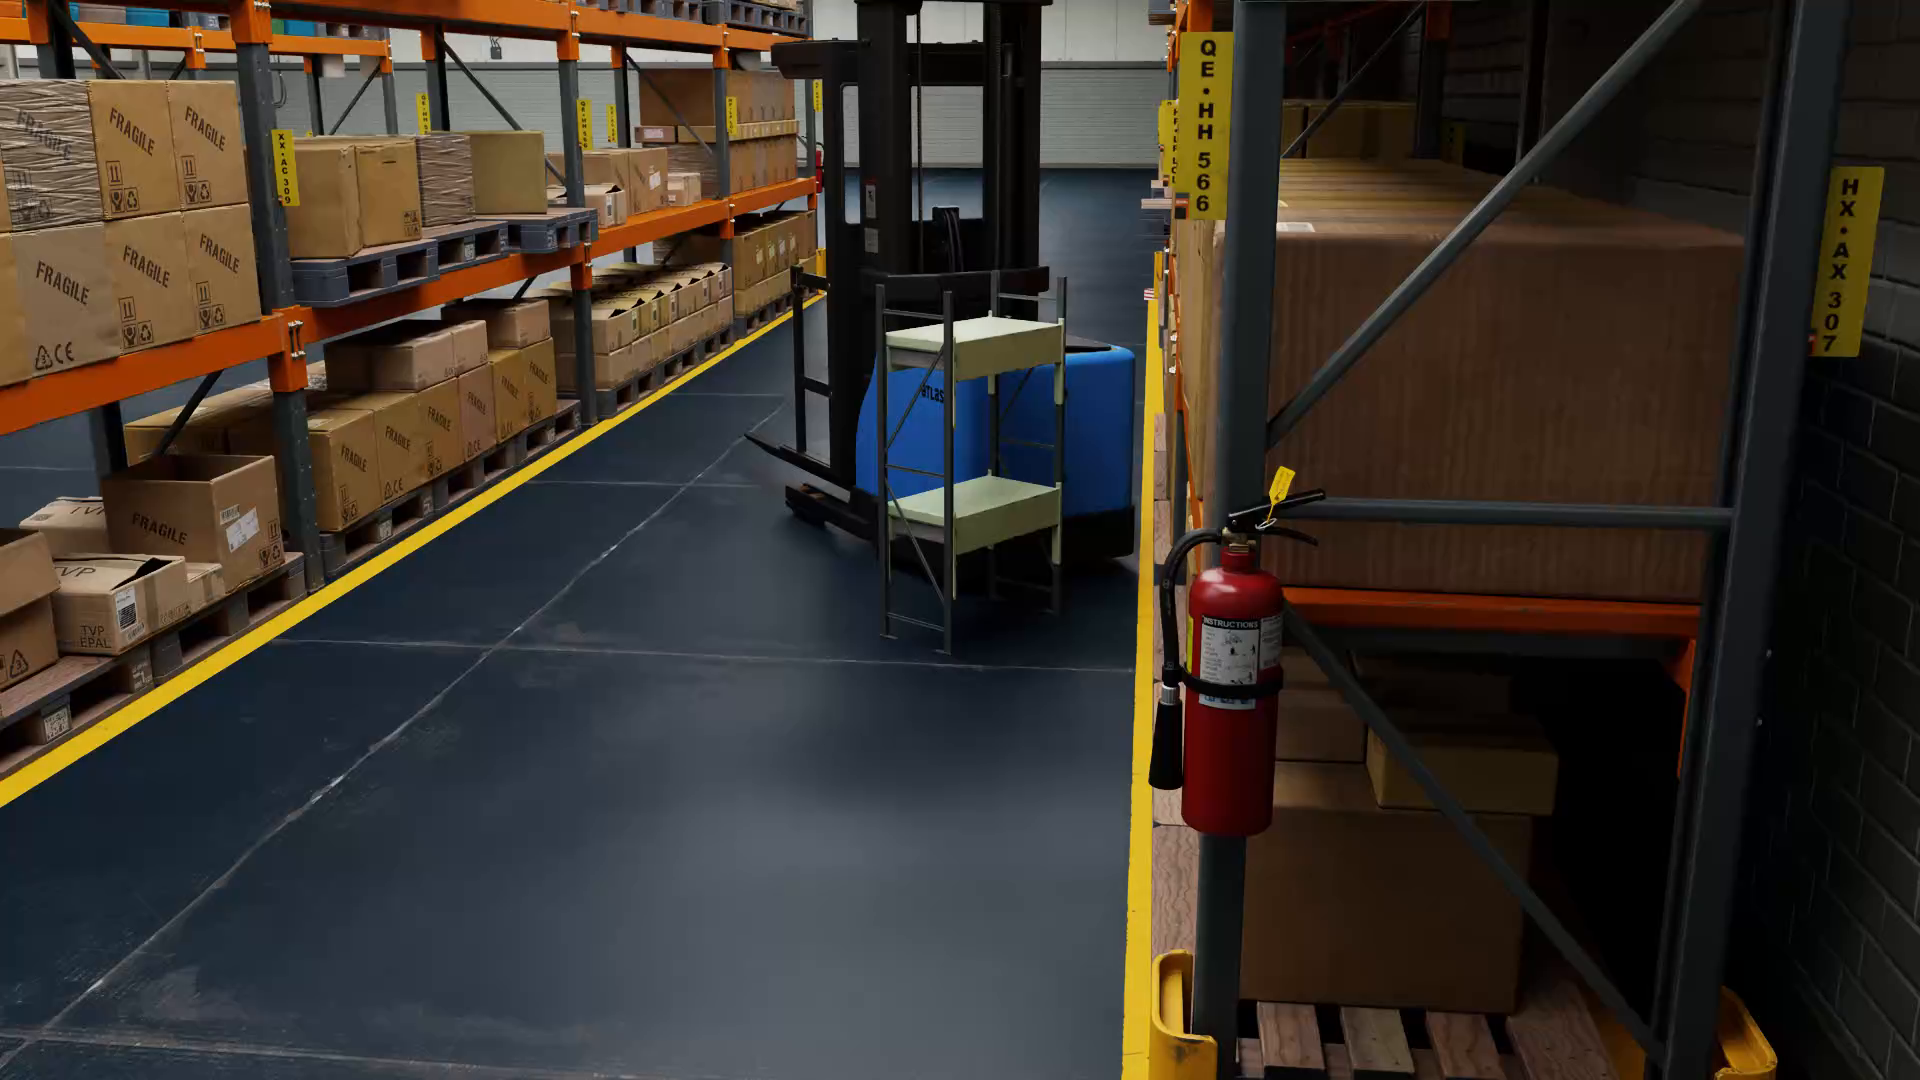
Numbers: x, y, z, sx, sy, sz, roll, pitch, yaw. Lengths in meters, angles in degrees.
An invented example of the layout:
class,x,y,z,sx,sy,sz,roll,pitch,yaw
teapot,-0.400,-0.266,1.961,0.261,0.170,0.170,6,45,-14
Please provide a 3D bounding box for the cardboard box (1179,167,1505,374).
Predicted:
class,x,y,z,sx,sy,sz,roll,pitch,yaw
cardboard box,1.261,-0.895,5.650,0.980,0.700,0.700,1,15,5

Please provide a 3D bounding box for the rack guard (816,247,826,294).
class,x,y,z,sx,sy,sz,roll,pitch,yaw
rack guard,-2.139,-3.136,19.303,1.175,0.500,0.348,2,15,6

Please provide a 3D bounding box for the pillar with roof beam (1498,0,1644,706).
class,x,y,z,sx,sy,sz,roll,pitch,yaw
pillar with roof beam,-2.070,-3.895,5.828,9.100,9.000,0.400,2,15,6

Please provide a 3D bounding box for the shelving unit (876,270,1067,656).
class,x,y,z,sx,sy,sz,roll,pitch,yaw
shelving unit,0.055,-0.351,7.086,0.431,1.500,0.755,13,20,39

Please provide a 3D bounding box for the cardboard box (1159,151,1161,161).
class,x,y,z,sx,sy,sz,roll,pitch,yaw
cardboard box,2.298,-4.114,16.944,0.500,0.500,0.500,1,15,4

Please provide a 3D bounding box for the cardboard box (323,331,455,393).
class,x,y,z,sx,sy,sz,roll,pitch,yaw
cardboard box,-3.086,-0.970,9.011,0.500,0.250,0.500,2,15,6

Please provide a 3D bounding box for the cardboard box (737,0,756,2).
class,x,y,z,sx,sy,sz,roll,pitch,yaw
cardboard box,-2.213,-5.237,15.636,0.500,0.311,0.500,1,15,3

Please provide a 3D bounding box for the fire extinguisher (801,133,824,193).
class,x,y,z,sx,sy,sz,roll,pitch,yaw
fire extinguisher,-1.667,-4.316,19.026,0.296,0.674,0.183,2,15,6

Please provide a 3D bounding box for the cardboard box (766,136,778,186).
class,x,y,z,sx,sy,sz,roll,pitch,yaw
cardboard box,-2.323,-3.999,17.514,0.700,0.500,0.500,2,15,7

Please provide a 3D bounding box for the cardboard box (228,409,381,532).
class,x,y,z,sx,sy,sz,roll,pitch,yaw
cardboard box,-3.199,-0.348,8.150,0.500,0.500,0.500,1,15,4

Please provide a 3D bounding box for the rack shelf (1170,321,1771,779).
class,x,y,z,sx,sy,sz,roll,pitch,yaw
rack shelf,1.201,-0.213,5.083,1.077,0.370,4.000,2,15,6

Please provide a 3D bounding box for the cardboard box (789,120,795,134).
class,x,y,z,sx,sy,sz,roll,pitch,yaw
cardboard box,-2.024,-4.525,18.217,0.380,0.149,0.250,2,15,8

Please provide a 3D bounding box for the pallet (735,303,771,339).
class,x,y,z,sx,sy,sz,roll,pitch,yaw
pallet,-2.462,-2.158,16.239,1.003,0.211,1.213,2,15,6

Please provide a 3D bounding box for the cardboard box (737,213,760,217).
class,x,y,z,sx,sy,sz,roll,pitch,yaw
cardboard box,-2.478,-3.312,18.190,0.500,0.500,0.500,2,15,6

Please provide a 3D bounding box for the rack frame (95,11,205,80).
class,x,y,z,sx,sy,sz,roll,pitch,yaw
rack frame,-7.514,-3.446,15.660,1.000,3.000,0.127,2,15,6

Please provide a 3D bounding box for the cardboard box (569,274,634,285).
class,x,y,z,sx,sy,sz,roll,pitch,yaw
cardboard box,-3.006,-2.082,14.002,0.500,0.311,0.500,1,15,4

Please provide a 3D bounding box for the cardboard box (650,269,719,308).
class,x,y,z,sx,sy,sz,roll,pitch,yaw
cardboard box,-2.407,-2.197,14.428,0.500,0.311,0.500,2,15,8

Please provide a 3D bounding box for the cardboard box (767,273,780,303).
class,x,y,z,sx,sy,sz,roll,pitch,yaw
cardboard box,-2.117,-2.545,16.791,0.500,0.250,0.500,2,15,6

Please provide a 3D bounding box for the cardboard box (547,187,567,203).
class,x,y,z,sx,sy,sz,roll,pitch,yaw
cardboard box,-2.960,-2.312,11.636,0.500,0.311,0.500,3,15,10

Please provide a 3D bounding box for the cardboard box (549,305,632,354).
class,x,y,z,sx,sy,sz,roll,pitch,yaw
cardboard box,-2.694,-1.535,11.982,0.500,0.311,0.500,2,15,8

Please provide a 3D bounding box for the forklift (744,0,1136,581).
class,x,y,z,sx,sy,sz,roll,pitch,yaw
forklift,-0.305,-1.557,8.806,1.130,2.935,3.031,-8,17,-28

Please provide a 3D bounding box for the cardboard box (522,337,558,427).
class,x,y,z,sx,sy,sz,roll,pitch,yaw
cardboard box,-2.917,-1.018,10.626,0.500,0.500,0.500,2,15,8

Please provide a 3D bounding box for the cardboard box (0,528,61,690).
class,x,y,z,sx,sy,sz,roll,pitch,yaw
cardboard box,-3.703,0.256,5.909,0.797,0.503,0.637,2,15,6

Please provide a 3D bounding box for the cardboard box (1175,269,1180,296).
class,x,y,z,sx,sy,sz,roll,pitch,yaw
cardboard box,1.234,-1.266,8.041,0.380,0.149,0.250,2,15,6

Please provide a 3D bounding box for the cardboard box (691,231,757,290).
class,x,y,z,sx,sy,sz,roll,pitch,yaw
cardboard box,-2.230,-2.648,15.734,0.500,0.500,0.500,2,15,6

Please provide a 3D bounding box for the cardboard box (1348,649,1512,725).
class,x,y,z,sx,sy,sz,roll,pitch,yaw
cardboard box,1.196,0.371,4.284,0.380,0.149,0.250,2,15,6

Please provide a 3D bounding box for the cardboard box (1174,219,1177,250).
class,x,y,z,sx,sy,sz,roll,pitch,yaw
cardboard box,1.392,-1.800,8.774,0.500,0.500,0.500,2,15,8

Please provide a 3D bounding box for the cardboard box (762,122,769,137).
class,x,y,z,sx,sy,sz,roll,pitch,yaw
cardboard box,-2.169,-4.191,16.981,0.380,0.149,0.250,1,15,5

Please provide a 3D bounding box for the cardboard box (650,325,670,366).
class,x,y,z,sx,sy,sz,roll,pitch,yaw
cardboard box,-2.585,-1.530,13.036,0.500,0.250,0.500,1,15,5

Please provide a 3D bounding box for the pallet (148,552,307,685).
class,x,y,z,sx,sy,sz,roll,pitch,yaw
pallet,-3.574,0.300,7.149,1.003,0.211,1.213,2,15,6

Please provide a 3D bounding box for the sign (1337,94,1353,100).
class,x,y,z,sx,sy,sz,roll,pitch,yaw
sign,2.430,-2.660,10.536,0.100,0.325,0.005,2,15,6

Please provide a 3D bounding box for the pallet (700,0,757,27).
class,x,y,z,sx,sy,sz,roll,pitch,yaw
pallet,-2.523,-4.927,15.558,1.003,0.211,1.213,2,15,6

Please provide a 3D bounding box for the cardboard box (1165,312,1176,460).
class,x,y,z,sx,sy,sz,roll,pitch,yaw
cardboard box,1.559,-0.868,9.439,0.750,0.750,0.750,2,15,6

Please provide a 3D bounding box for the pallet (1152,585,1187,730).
class,x,y,z,sx,sy,sz,roll,pitch,yaw
pallet,1.263,0.462,6.551,1.003,0.211,1.213,2,15,6

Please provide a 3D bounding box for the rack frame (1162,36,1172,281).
class,x,y,z,sx,sy,sz,roll,pitch,yaw
rack frame,2.781,-4.192,18.418,1.000,3.000,0.127,2,15,6

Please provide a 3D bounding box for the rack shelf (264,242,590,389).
class,x,y,z,sx,sy,sz,roll,pitch,yaw
rack shelf,-3.270,-1.396,9.456,1.077,0.370,4.000,2,15,6

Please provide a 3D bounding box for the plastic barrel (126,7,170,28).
class,x,y,z,sx,sy,sz,roll,pitch,yaw
plastic barrel,-7.356,-4.998,14.692,0.600,0.901,0.708,2,15,6

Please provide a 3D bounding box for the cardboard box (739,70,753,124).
class,x,y,z,sx,sy,sz,roll,pitch,yaw
cardboard box,-2.436,-4.350,16.326,0.700,0.500,0.500,2,15,6

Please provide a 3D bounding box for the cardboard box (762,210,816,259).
class,x,y,z,sx,sy,sz,roll,pitch,yaw
cardboard box,-1.907,-3.426,18.613,0.500,0.500,0.500,2,15,6

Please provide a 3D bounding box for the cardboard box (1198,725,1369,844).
class,x,y,z,sx,sy,sz,roll,pitch,yaw
cardboard box,1.011,0.648,4.505,0.700,0.500,0.500,2,15,6

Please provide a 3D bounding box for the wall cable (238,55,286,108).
class,x,y,z,sx,sy,sz,roll,pitch,yaw
wall cable,-22.706,-14.816,52.162,3.097,2.526,0.112,2,15,6

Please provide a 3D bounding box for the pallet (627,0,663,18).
class,x,y,z,sx,sy,sz,roll,pitch,yaw
pallet,-2.934,-4.087,12.647,1.003,0.211,1.213,2,15,9

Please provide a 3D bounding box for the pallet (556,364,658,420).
class,x,y,z,sx,sy,sz,roll,pitch,yaw
pallet,-2.913,-1.128,12.430,1.003,0.211,1.213,2,15,6

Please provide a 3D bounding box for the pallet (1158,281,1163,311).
class,x,y,z,sx,sy,sz,roll,pitch,yaw
pallet,2.645,-2.616,17.933,1.003,0.211,1.213,2,15,6

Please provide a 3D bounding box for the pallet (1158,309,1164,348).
class,x,y,z,sx,sy,sz,roll,pitch,yaw
pallet,2.370,-1.983,15.593,1.003,0.211,1.213,2,15,6

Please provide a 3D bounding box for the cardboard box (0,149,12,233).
class,x,y,z,sx,sy,sz,roll,pitch,yaw
cardboard box,-3.466,-1.222,5.329,0.500,0.500,0.500,2,15,6

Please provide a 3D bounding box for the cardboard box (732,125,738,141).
class,x,y,z,sx,sy,sz,roll,pitch,yaw
cardboard box,-2.315,-3.857,15.744,0.380,0.149,0.250,1,15,5

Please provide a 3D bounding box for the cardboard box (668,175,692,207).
class,x,y,z,sx,sy,sz,roll,pitch,yaw
cardboard box,-2.510,-3.001,14.271,0.396,0.266,0.258,1,15,5

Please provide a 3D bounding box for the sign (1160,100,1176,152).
class,x,y,z,sx,sy,sz,roll,pitch,yaw
sign,1.338,-2.651,10.654,0.100,0.325,0.005,2,15,6

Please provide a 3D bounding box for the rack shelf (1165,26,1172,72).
class,x,y,z,sx,sy,sz,roll,pitch,yaw
rack shelf,2.555,-4.774,16.202,1.077,0.370,4.000,2,15,6

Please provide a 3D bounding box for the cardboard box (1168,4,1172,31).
class,x,y,z,sx,sy,sz,roll,pitch,yaw
cardboard box,2.235,-5.074,15.704,0.500,0.500,0.500,1,15,4

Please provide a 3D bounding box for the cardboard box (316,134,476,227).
class,x,y,z,sx,sy,sz,roll,pitch,yaw
cardboard box,-3.297,-2.115,9.740,0.700,0.500,0.500,5,16,17

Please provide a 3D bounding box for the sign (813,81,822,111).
class,x,y,z,sx,sy,sz,roll,pitch,yaw
sign,-1.604,-4.990,18.699,0.100,0.325,0.005,2,15,6

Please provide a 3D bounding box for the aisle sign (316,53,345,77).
class,x,y,z,sx,sy,sz,roll,pitch,yaw
aisle sign,-7.346,-5.766,19.258,0.394,0.787,0.004,2,15,6
